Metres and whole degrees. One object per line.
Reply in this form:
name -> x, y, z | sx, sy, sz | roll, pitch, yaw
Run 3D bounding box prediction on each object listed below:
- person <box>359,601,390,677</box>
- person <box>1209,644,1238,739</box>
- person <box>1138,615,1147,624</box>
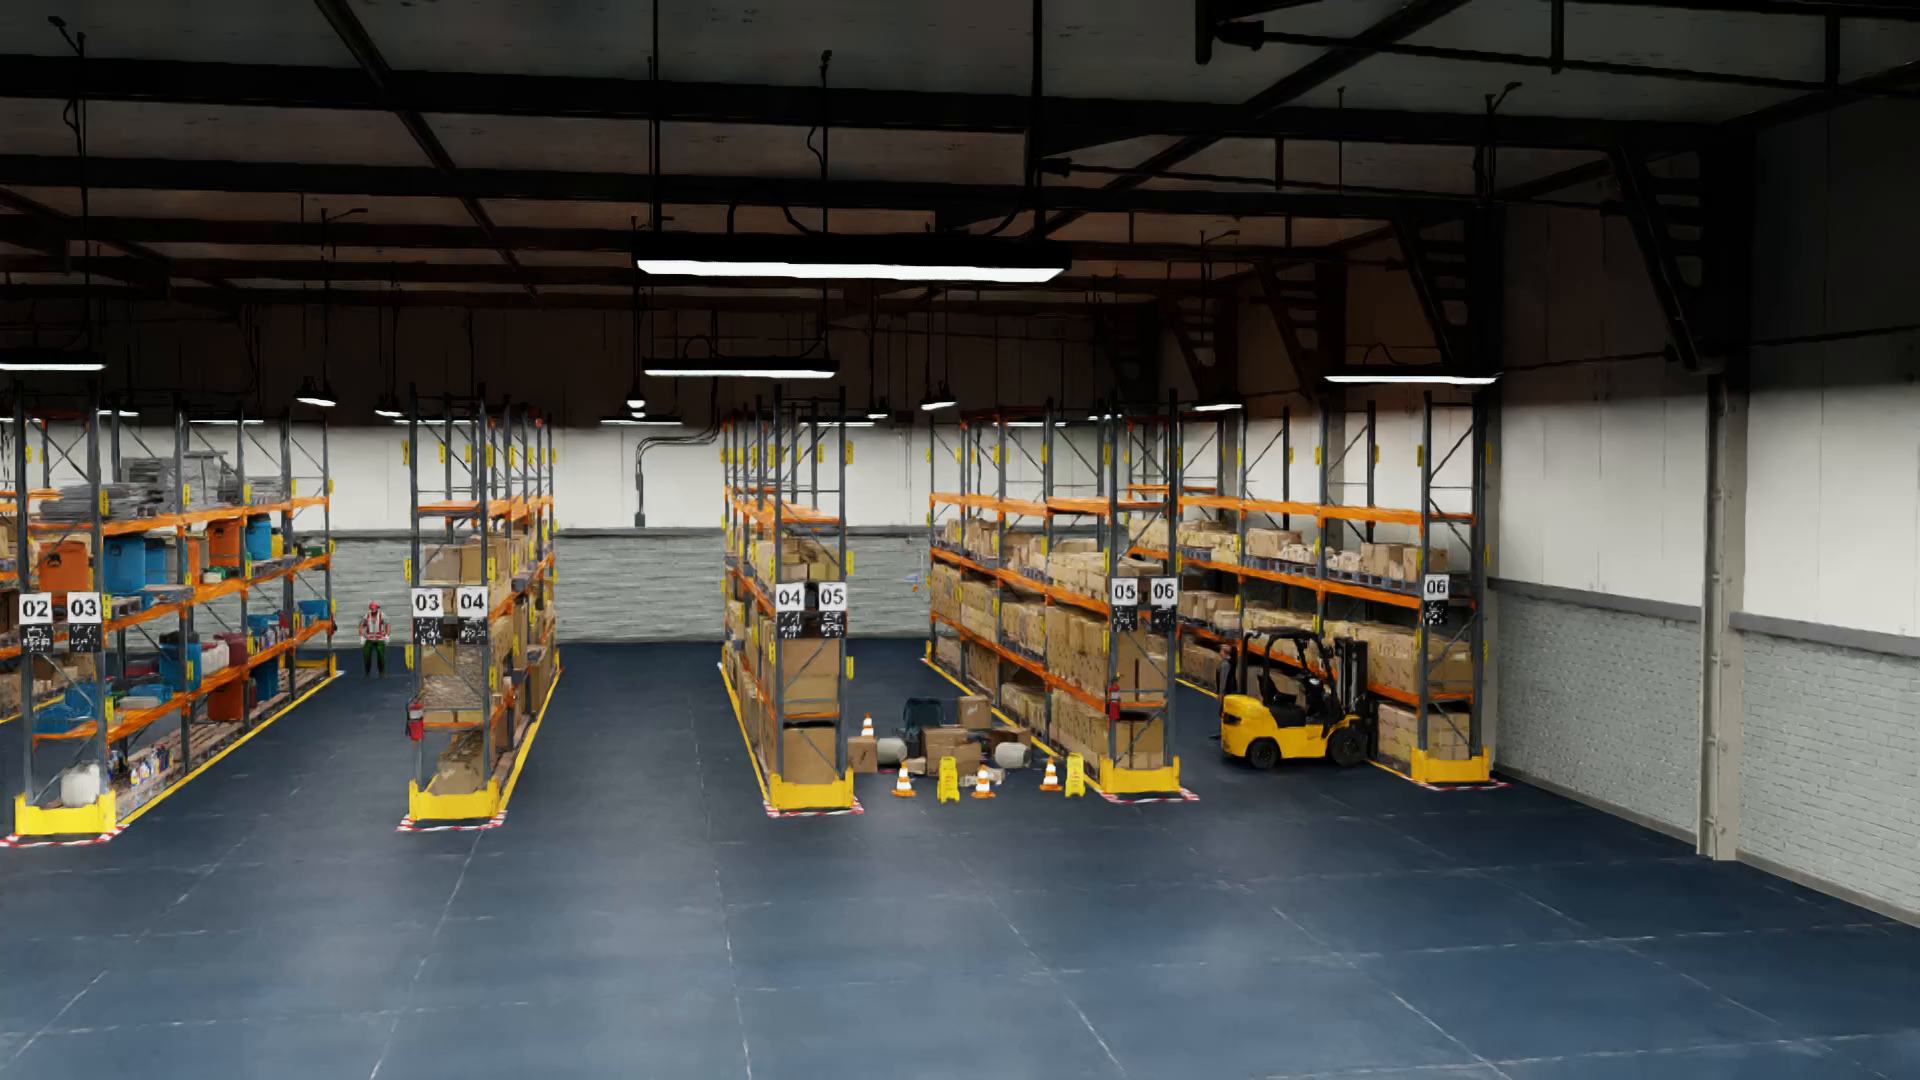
person -> -13.184, 2.244, 37.451 | 0.677, 1.741, 0.547 | -1, 3, -13
person -> 4.603, 2.659, 28.950 | 0.574, 1.718, 0.626 | 1, 3, 18
person -> 4.586, 2.005, 42.536 | 0.375, 1.666, 0.571 | -3, 4, -41
